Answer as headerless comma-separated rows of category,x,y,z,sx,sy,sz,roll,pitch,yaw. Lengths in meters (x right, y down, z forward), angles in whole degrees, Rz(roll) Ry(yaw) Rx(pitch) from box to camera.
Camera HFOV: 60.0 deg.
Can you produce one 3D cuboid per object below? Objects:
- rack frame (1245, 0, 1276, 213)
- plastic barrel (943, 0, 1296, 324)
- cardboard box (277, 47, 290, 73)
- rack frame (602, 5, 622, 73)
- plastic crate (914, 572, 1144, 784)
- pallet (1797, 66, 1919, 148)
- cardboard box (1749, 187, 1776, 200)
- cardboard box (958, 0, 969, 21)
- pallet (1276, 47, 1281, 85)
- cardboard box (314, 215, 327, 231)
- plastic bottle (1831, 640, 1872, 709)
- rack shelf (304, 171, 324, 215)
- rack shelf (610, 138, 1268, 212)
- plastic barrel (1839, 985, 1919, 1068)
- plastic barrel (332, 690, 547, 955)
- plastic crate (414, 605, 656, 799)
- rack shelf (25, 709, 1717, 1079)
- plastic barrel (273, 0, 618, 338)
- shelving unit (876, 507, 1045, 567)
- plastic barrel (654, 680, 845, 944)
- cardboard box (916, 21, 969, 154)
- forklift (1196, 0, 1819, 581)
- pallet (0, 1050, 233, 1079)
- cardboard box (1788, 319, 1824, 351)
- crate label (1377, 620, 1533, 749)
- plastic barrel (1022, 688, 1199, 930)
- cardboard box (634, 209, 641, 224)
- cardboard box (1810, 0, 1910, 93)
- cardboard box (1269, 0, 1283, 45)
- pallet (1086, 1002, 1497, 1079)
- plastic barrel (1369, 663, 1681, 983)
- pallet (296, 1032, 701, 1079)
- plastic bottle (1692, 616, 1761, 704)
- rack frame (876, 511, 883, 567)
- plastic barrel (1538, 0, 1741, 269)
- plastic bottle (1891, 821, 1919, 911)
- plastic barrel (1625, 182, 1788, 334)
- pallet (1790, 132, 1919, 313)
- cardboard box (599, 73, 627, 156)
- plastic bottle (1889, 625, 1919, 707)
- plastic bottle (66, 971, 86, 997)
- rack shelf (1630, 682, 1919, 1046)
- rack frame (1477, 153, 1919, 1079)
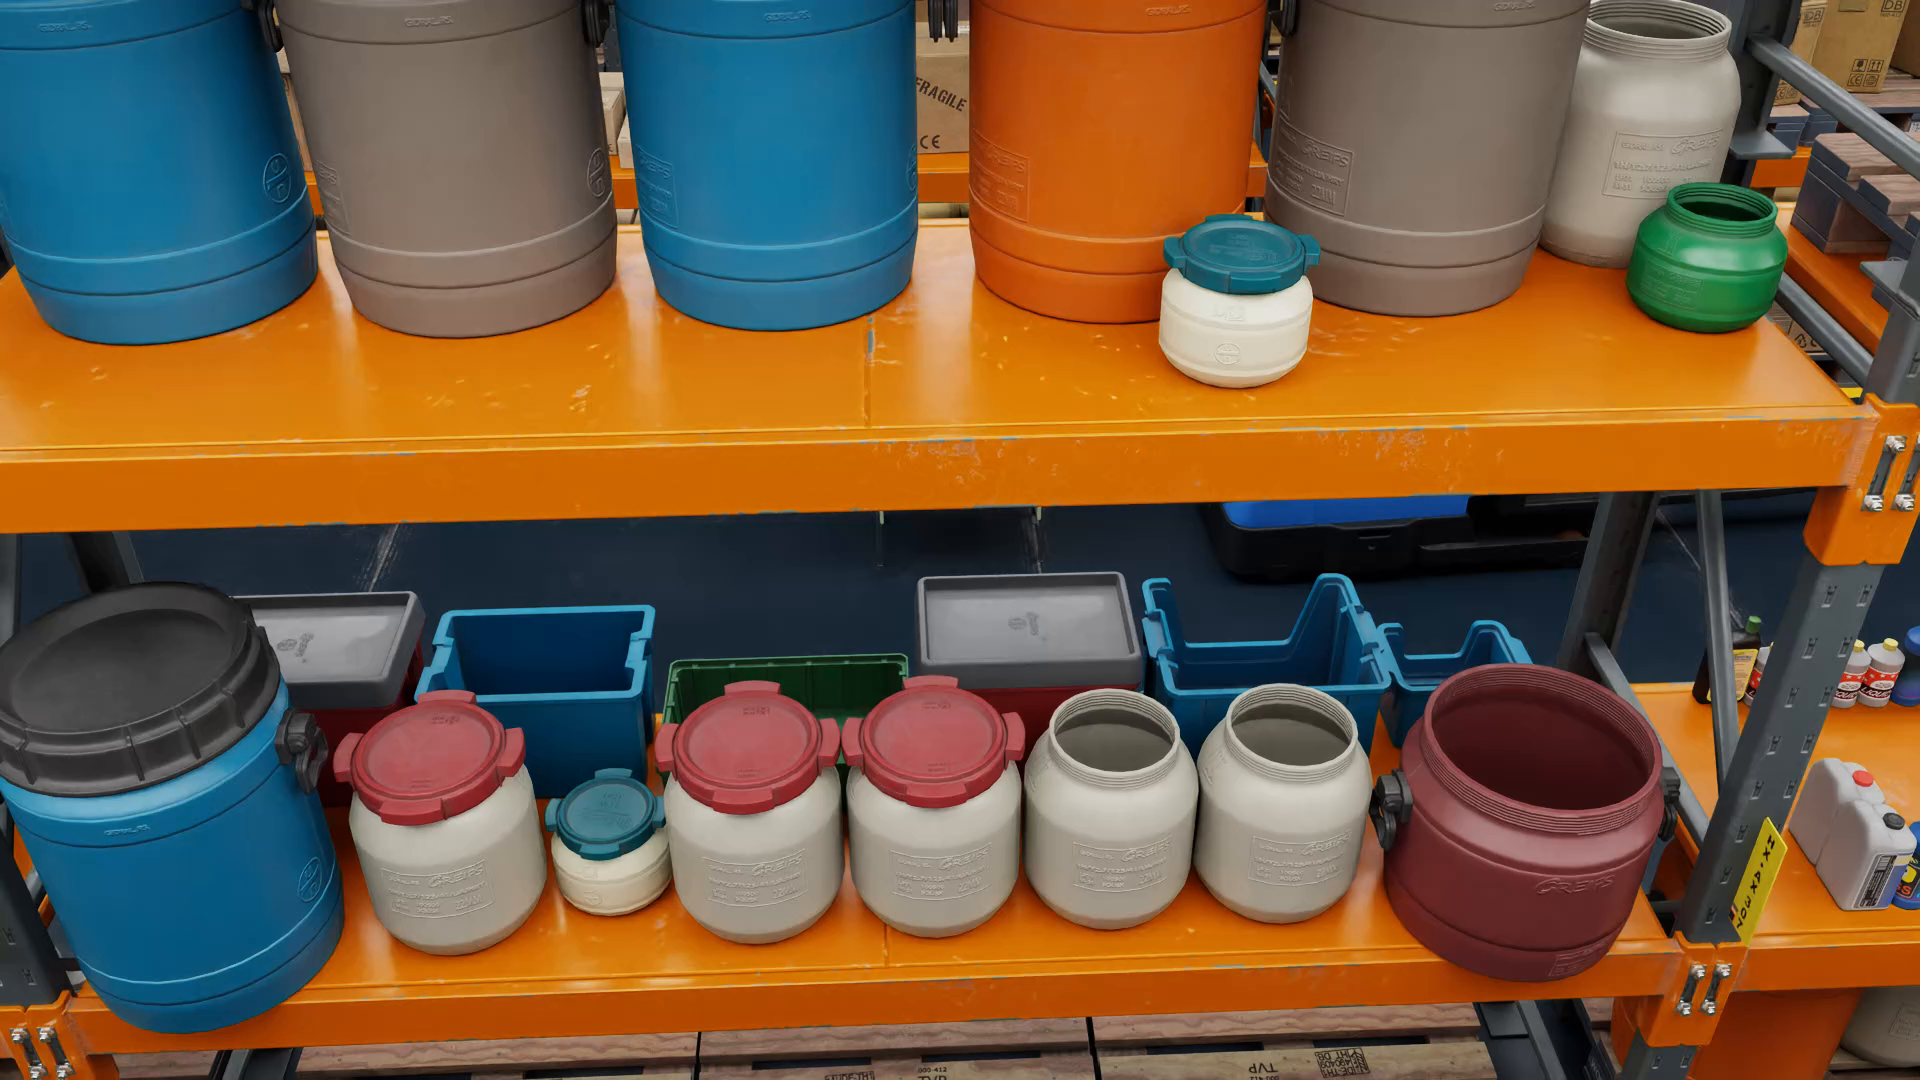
rack frame,1.571,-2.271,8.396,0.127,3.000,1.000,-2,35,-2
plastic barrel,0.318,-0.949,3.472,0.708,0.830,0.600,-2,35,-2
cardboard box,-3.194,-2.328,7.820,0.250,0.149,0.380,-3,35,-4
rack frame,-2.662,-4.979,12.309,0.127,3.000,1.000,-2,35,-2
plastic crate,0.173,0.388,4.497,0.583,0.464,0.402,-2,35,-2
pallet,4.763,-2.340,8.665,1.213,0.211,1.003,-2,35,-2
cardboard box,4.073,-1.939,9.067,0.500,0.250,0.500,-1,35,-2
cardboard box,0.096,-4.243,13.055,0.500,0.500,0.700,-2,35,-2
pallet,2.245,-2.250,8.534,1.003,0.211,1.213,-2,35,-2
cardboard box,-3.377,-1.370,8.482,0.500,0.500,0.500,-2,35,-2
plastic bottle,2.533,0.374,4.748,0.097,0.201,0.097,0,35,0
rack shelf,-4.422,-1.814,8.367,4.000,0.370,1.077,-2,35,-2
rack shelf,-0.426,-1.921,8.523,4.000,0.370,1.077,-2,35,-2
plastic barrel,2.850,1.306,5.044,0.421,0.512,0.421,0,35,0
plastic barrel,-1.227,0.695,3.990,0.433,0.535,0.433,0,35,0
plastic crate,-1.106,0.452,4.474,0.575,0.384,0.392,-2,35,-2
rack shelf,-0.196,0.894,4.454,4.000,0.370,1.077,-2,35,-2
plastic barrel,-1.042,-0.942,3.399,0.600,0.901,0.600,0,35,0
shelving unit,-0.007,-0.617,7.323,0.755,1.500,0.431,-2,35,-2
plastic barrel,-0.495,0.676,4.018,0.433,0.535,0.433,0,35,0
cardboard box,-0.104,-2.258,8.289,0.500,0.500,0.500,-3,35,-5
forklift,2.629,-1.380,7.169,3.031,2.935,1.130,-4,35,-5
pallet,-2.866,1.793,4.973,1.213,0.211,1.003,-2,35,-2
cardboard box,4.593,-1.347,8.871,0.500,0.500,0.500,-1,35,-2
crate label,1.364,0.412,4.666,0.416,0.233,0.303,-2,35,-2
plastic barrel,0.364,0.659,4.063,0.421,0.512,0.421,0,35,0
cardboard box,-1.514,-1.627,9.020,0.500,0.311,0.500,-1,35,-1
cardboard box,4.399,-2.652,8.490,0.500,0.500,0.700,4,35,5
cardboard box,2.074,-4.321,12.878,0.750,0.750,0.750,-2,35,-3
pallet,1.026,1.690,5.122,1.213,0.211,1.003,-2,35,-2
plastic barrel,1.353,0.673,4.022,0.708,0.536,0.600,-2,35,-2
pallet,-1.411,1.756,5.027,1.213,0.211,1.003,-2,35,-2
plastic bottle,2.186,0.339,4.726,0.133,0.283,0.061,-2,35,-2
rack frame,-0.372,-0.607,7.309,0.023,1.500,0.400,-2,35,-2
plastic barrel,1.477,-0.901,3.681,0.421,0.512,0.421,0,35,0
plastic bottle,2.367,0.782,4.097,0.097,0.271,0.097,0,35,0
plastic barrel,1.558,-0.589,3.466,0.294,0.245,0.294,0,35,0
pallet,2.571,-0.576,3.477,1.213,0.211,1.003,-2,35,-2
cardboard box,-1.934,-2.140,8.338,0.500,0.250,0.500,1,35,1
plastic bottle,2.727,0.340,4.736,0.097,0.271,0.097,0,35,0
plastic bottle,-2.736,1.387,5.182,0.097,0.201,0.097,0,35,0
rack shelf,3.800,0.787,4.610,4.000,0.370,1.077,-2,35,-2
rack frame,1.802,0.545,4.327,0.127,3.000,1.000,-2,35,-2
